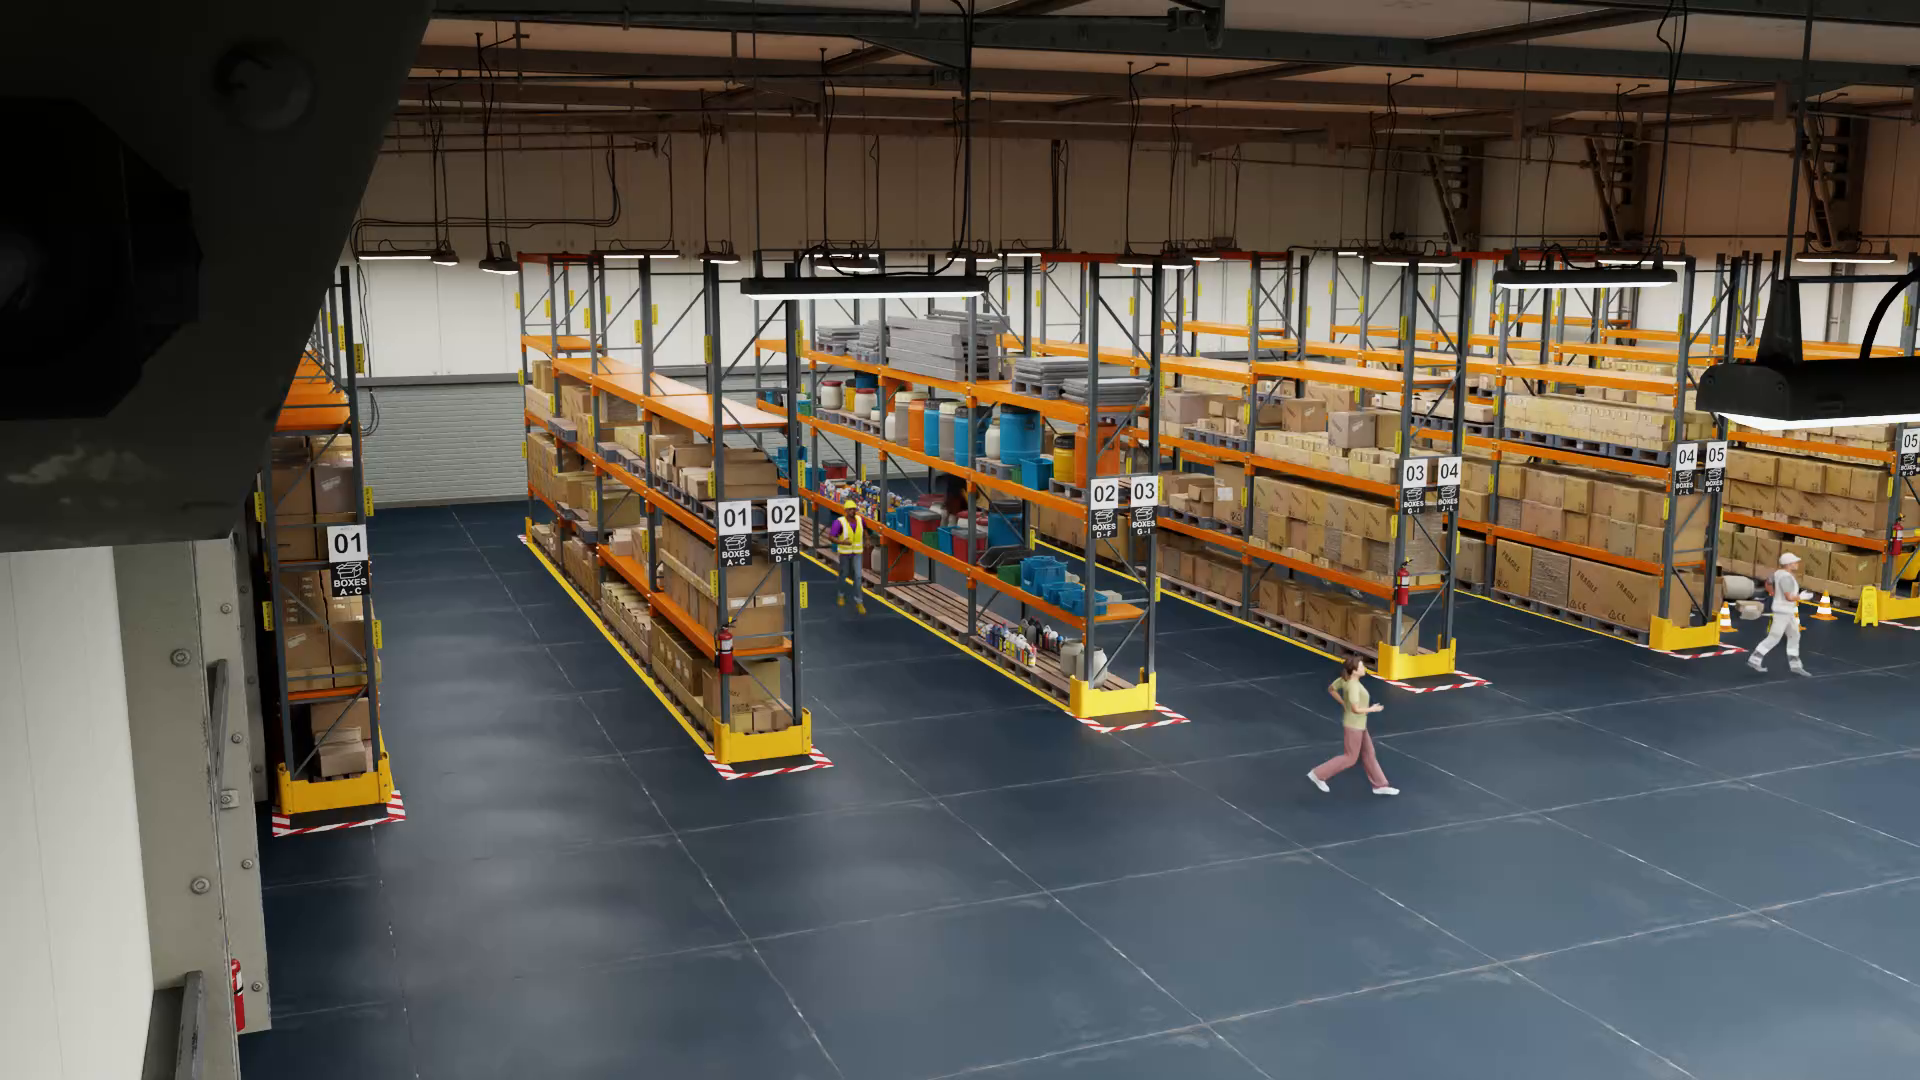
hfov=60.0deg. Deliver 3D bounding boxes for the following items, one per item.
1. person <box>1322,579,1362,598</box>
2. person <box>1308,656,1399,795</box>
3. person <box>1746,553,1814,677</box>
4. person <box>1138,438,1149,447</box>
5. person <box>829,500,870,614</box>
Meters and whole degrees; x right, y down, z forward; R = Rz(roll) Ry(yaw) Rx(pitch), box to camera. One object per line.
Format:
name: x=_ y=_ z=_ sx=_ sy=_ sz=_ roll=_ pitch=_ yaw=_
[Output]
person: x=6.828 y=0.183 z=29.592 sx=0.548 sy=1.610 sz=0.868 roll=-6 pitch=12 yaw=-30
person: x=4.478 y=2.104 z=18.803 sx=1.053 sy=1.626 sz=0.588 roll=1 pitch=10 yaw=4
person: x=11.914 y=1.074 z=24.039 sx=0.872 sy=1.809 sz=0.662 roll=5 pitch=11 yaw=25
person: x=4.527 y=-1.957 z=41.294 sx=0.555 sy=1.673 sz=0.645 roll=-8 pitch=13 yaw=-37
person: x=-1.786 y=0.250 z=27.129 sx=0.724 sy=1.830 sz=0.774 roll=-4 pitch=11 yaw=-22
